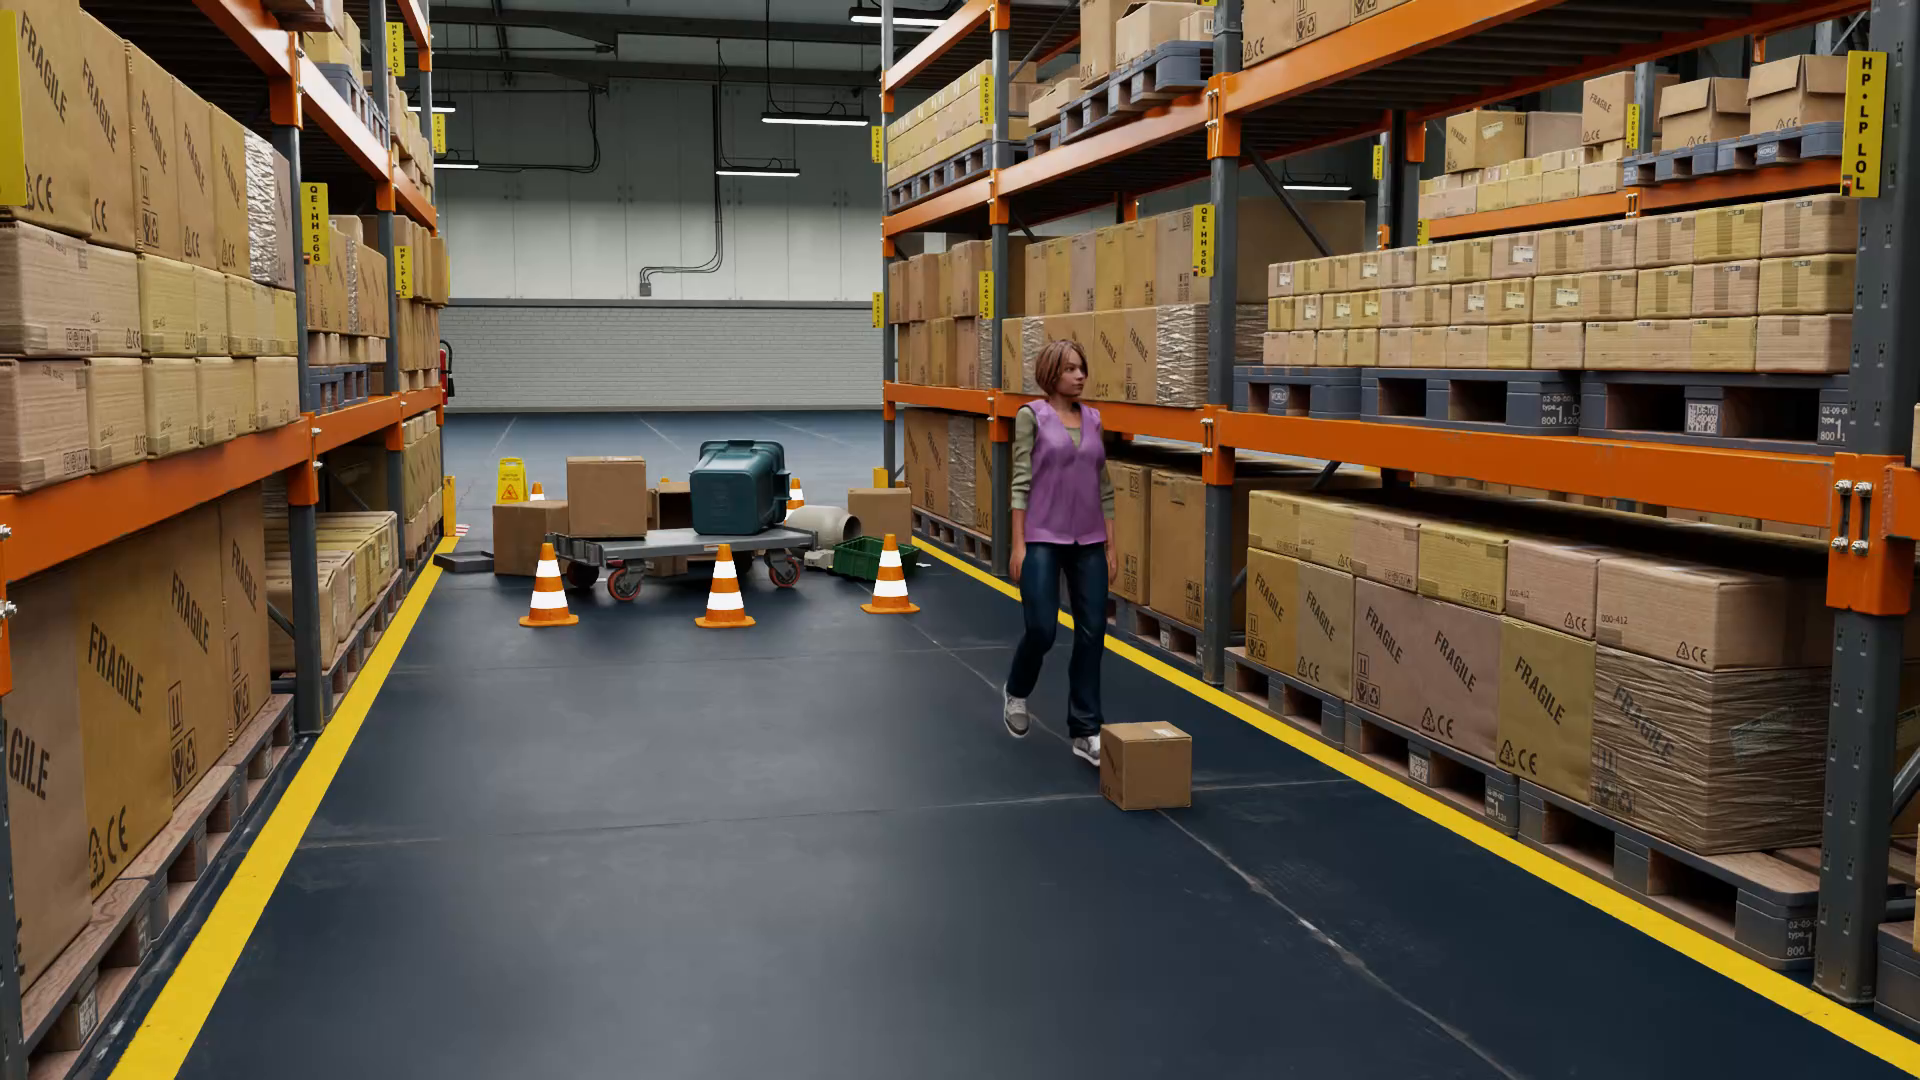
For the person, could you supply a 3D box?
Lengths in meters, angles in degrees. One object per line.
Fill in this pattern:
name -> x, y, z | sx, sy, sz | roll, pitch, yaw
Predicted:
person -> 0.402, 0.036, 6.326 | 0.451, 1.593, 0.569 | -3, 7, -22
